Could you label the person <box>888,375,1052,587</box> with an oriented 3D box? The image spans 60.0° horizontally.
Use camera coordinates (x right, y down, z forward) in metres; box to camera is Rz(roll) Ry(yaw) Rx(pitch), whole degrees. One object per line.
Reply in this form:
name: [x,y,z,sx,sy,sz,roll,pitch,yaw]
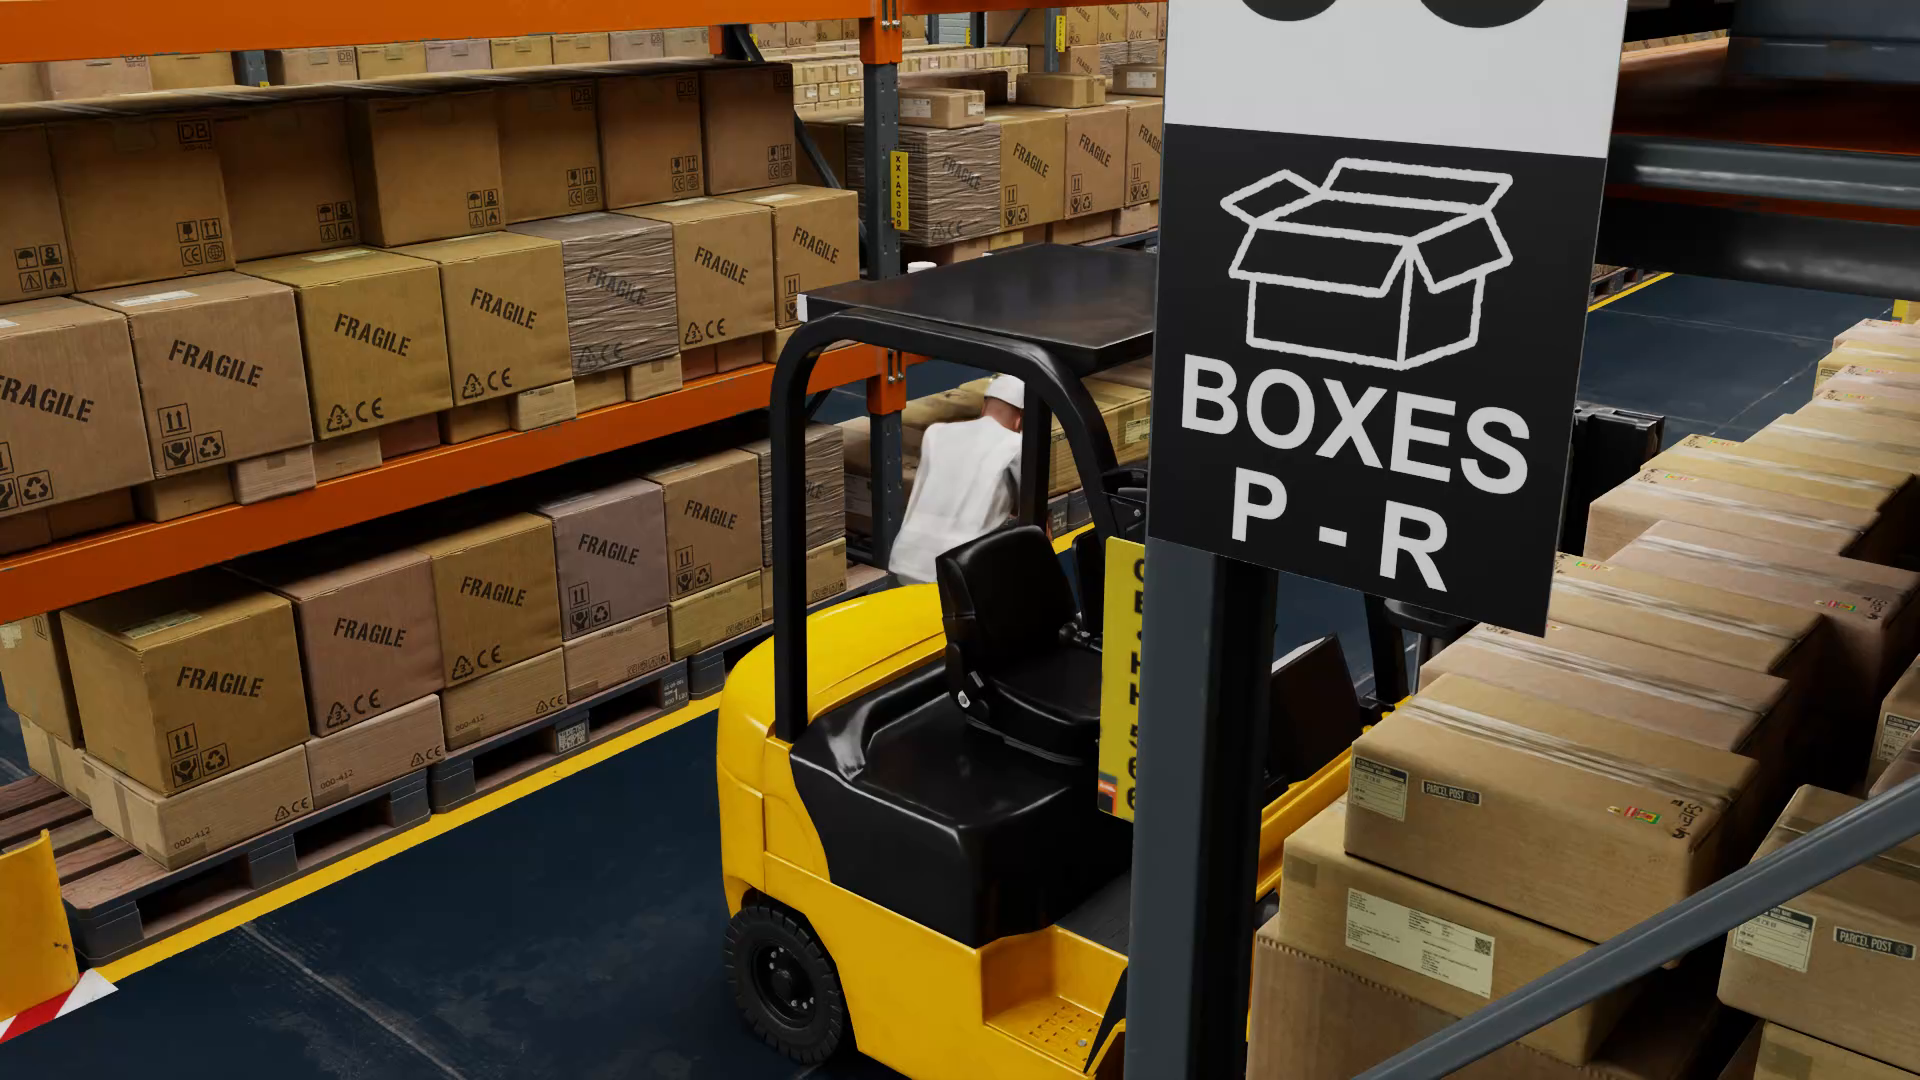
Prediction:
person: [0.041,0.085,6.399,0.585,1.384,0.780,15,25,35]
